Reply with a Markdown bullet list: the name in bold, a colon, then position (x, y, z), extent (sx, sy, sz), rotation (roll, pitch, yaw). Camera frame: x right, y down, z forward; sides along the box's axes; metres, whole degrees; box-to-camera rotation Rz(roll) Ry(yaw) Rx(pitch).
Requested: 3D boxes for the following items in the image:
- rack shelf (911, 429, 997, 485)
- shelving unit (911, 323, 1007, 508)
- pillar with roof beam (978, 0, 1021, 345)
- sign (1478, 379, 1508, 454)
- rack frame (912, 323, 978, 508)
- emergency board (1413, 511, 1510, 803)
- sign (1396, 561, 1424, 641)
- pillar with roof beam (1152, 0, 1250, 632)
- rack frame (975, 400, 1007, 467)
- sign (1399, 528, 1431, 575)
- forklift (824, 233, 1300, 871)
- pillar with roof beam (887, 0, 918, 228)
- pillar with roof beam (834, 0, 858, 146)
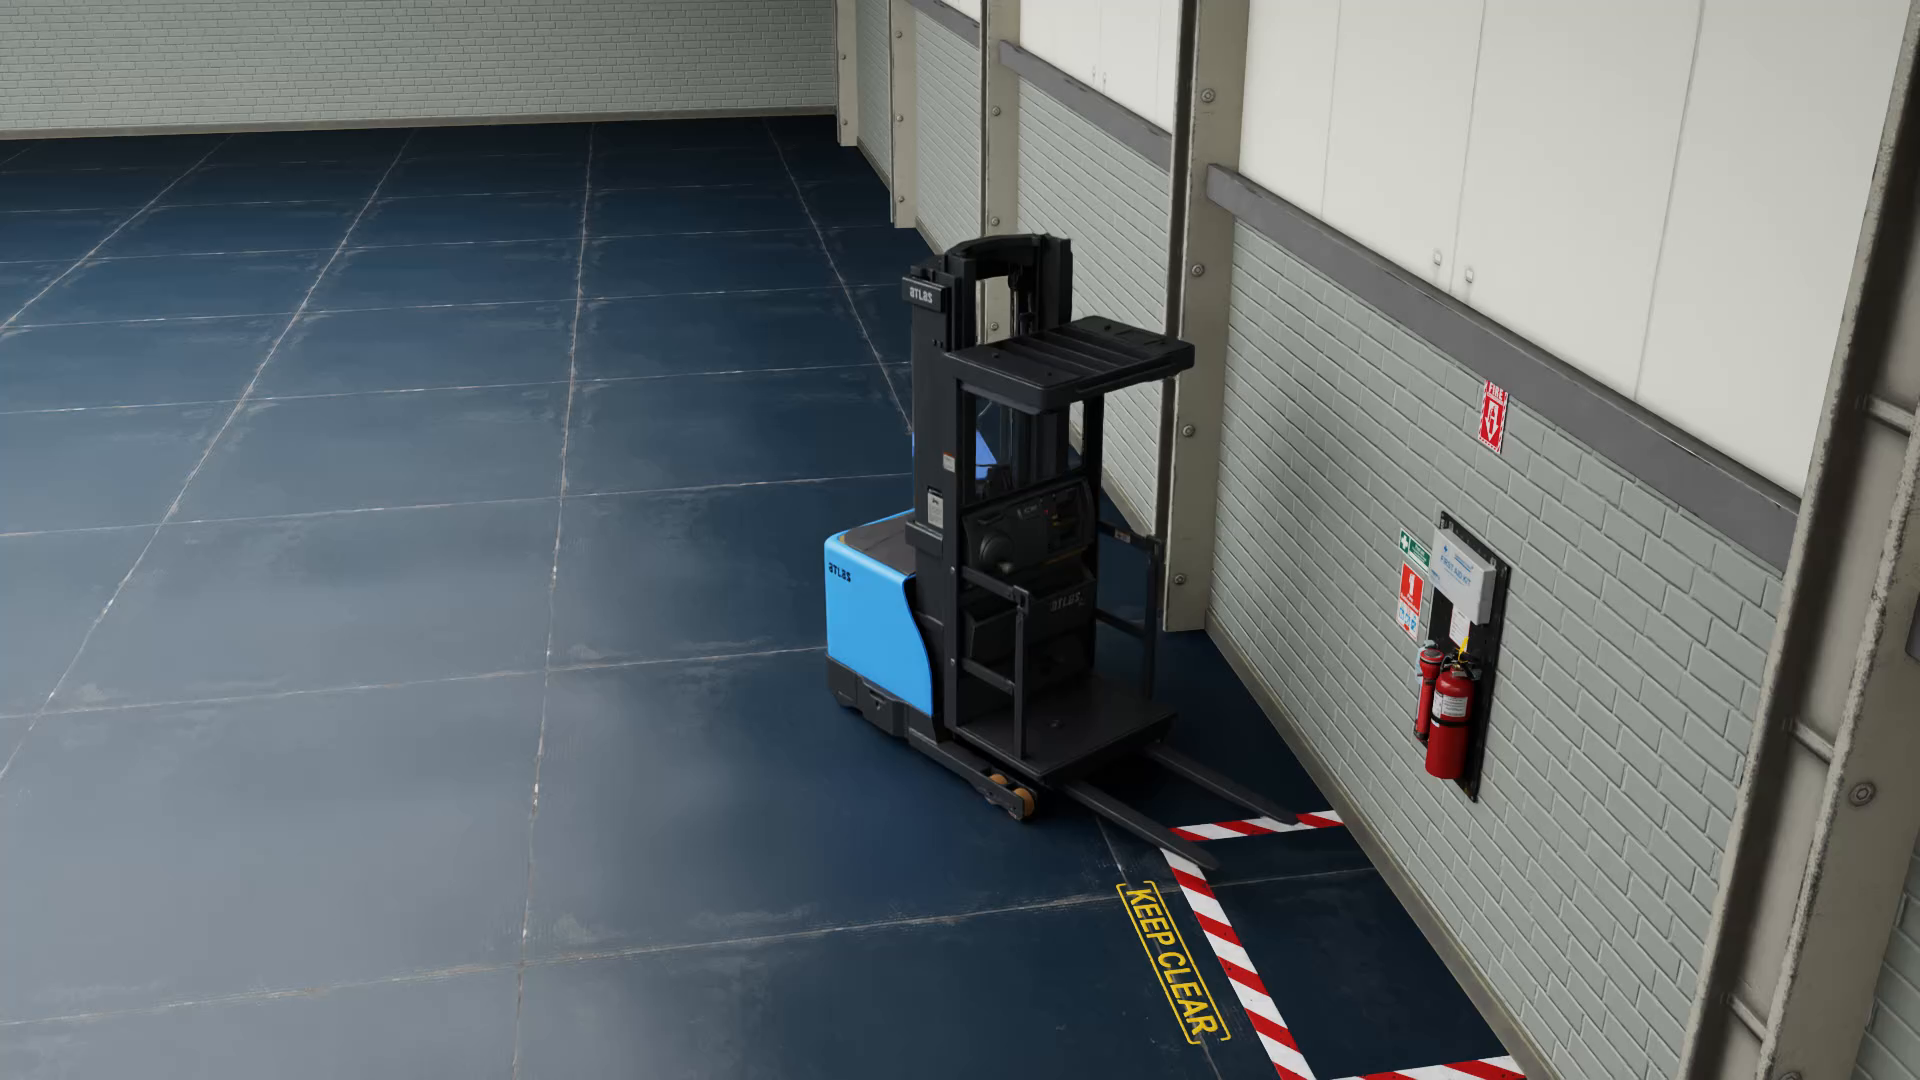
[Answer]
- **rack shelf**: position (-0.016, -0.556, 12.341), extent (0.538, 0.185, 1.000), rotation (-4, 24, -10)
- **shelving unit**: position (-0.016, -0.721, 12.269), extent (0.538, 1.500, 1.048), rotation (-4, 24, -10)
- **pillar with roof beam**: position (-3.858, -5.640, 14.163), extent (9.100, 9.000, 0.400), rotation (-4, 24, -10)
- **sign**: position (2.268, -0.537, 7.078), extent (0.001, 0.298, 0.199), rotation (-4, 24, -10)
- **rack frame**: position (-0.110, -0.921, 12.727), extent (0.500, 1.500, 0.032), rotation (-4, 24, -10)
- **emergency board**: position (2.172, 0.536, 7.518), extent (0.194, 1.169, 0.643), rotation (-4, 24, -10)
- **sign**: position (2.171, 0.294, 8.026), extent (0.001, 0.329, 0.234), rotation (-4, 24, -10)
- **pillar with roof beam**: position (-2.749, -3.280, 8.759), extent (9.100, 9.000, 0.400), rotation (-4, 24, -10)
- **rack frame**: position (0.078, -0.521, 11.811), extent (0.500, 1.500, 0.032), rotation (-4, 24, -10)
- **sign**: position (2.163, 0.054, 7.915), extent (0.001, 0.109, 0.331), rotation (-4, 24, -10)
- **forklift**: position (0.521, -0.056, 8.959), extent (1.130, 2.935, 3.031), rotation (-19, 30, -37)
- **pillar with roof beam**: position (-4.968, -8.000, 19.567), extent (9.100, 9.000, 0.400), rotation (-4, 24, -10)
- **pillar with roof beam**: position (-6.077, -10.360, 24.970), extent (9.100, 9.000, 0.400), rotation (-4, 24, -10)
